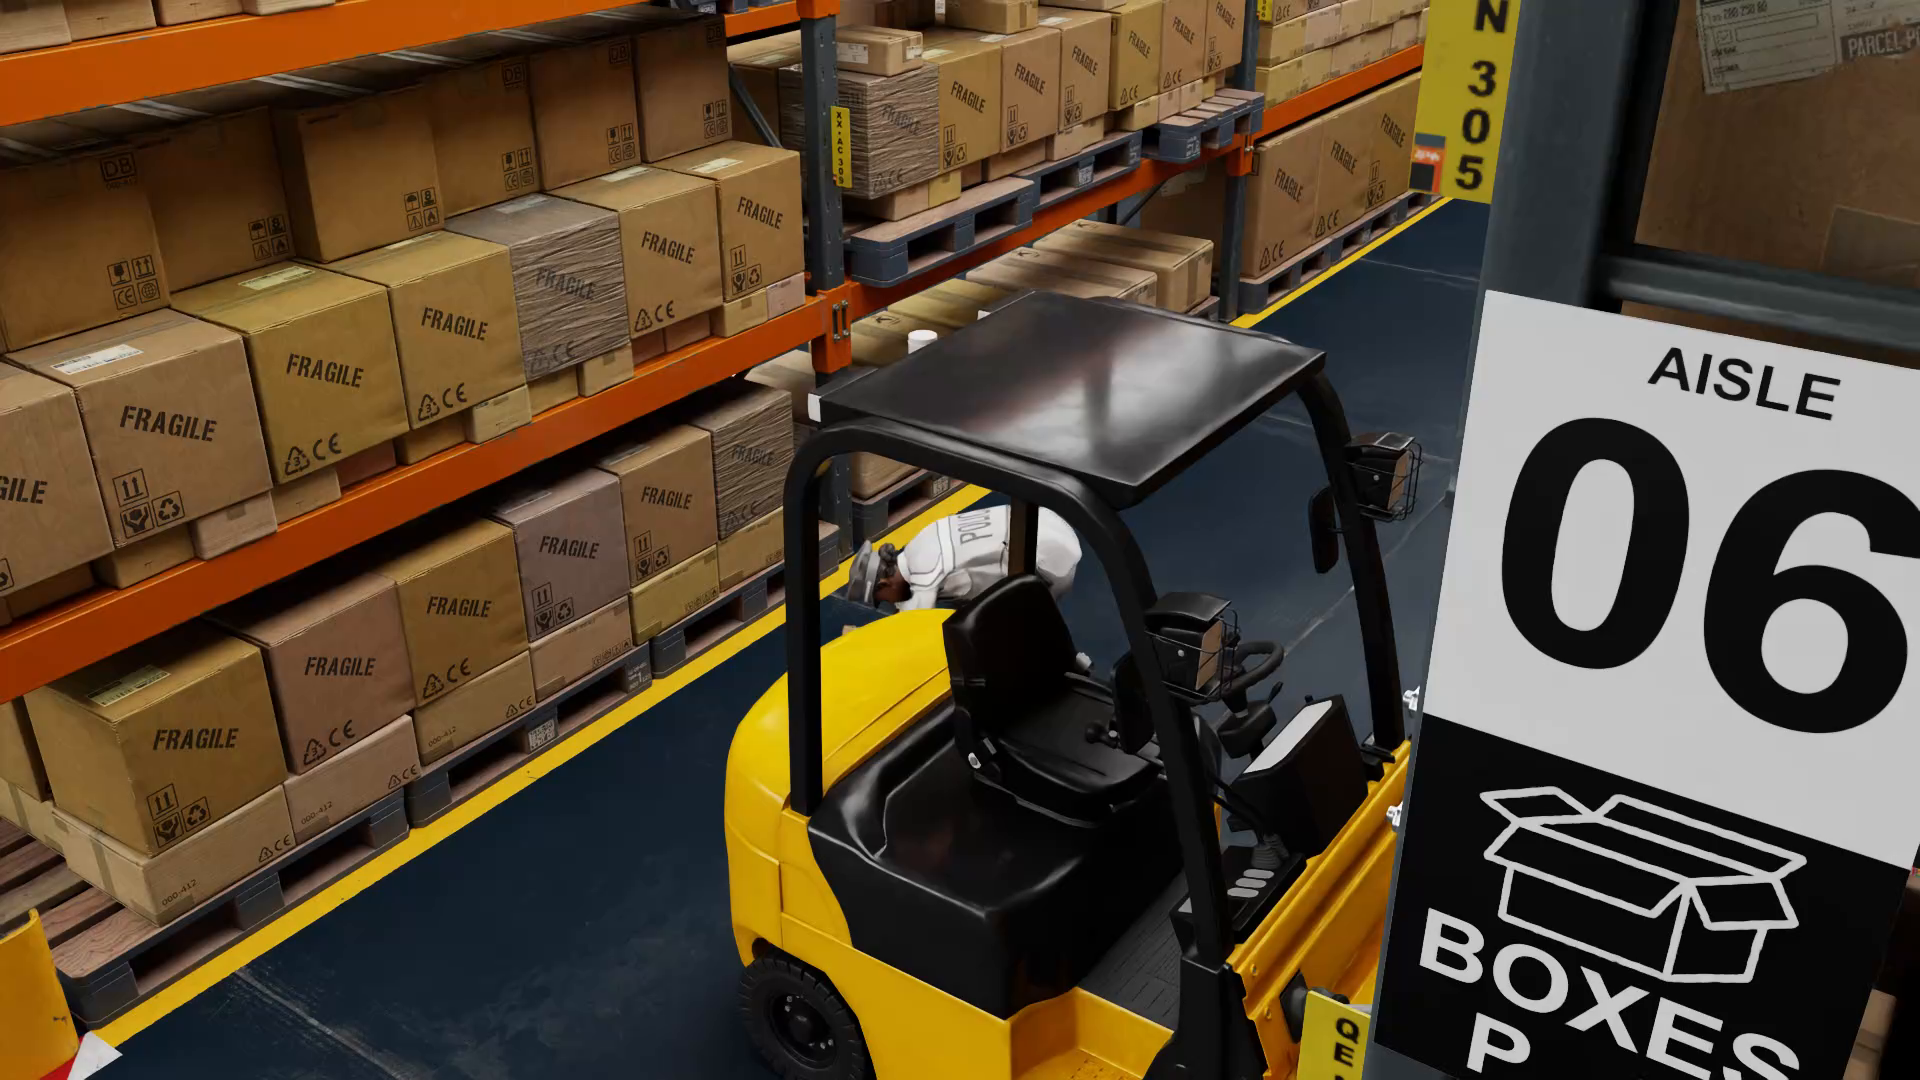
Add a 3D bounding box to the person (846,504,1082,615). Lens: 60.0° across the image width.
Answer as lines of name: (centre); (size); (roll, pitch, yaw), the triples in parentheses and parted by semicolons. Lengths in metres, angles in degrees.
person: (0.007, 0.285, 6.475); (0.910, 0.846, 0.474); (0, 27, 0)
